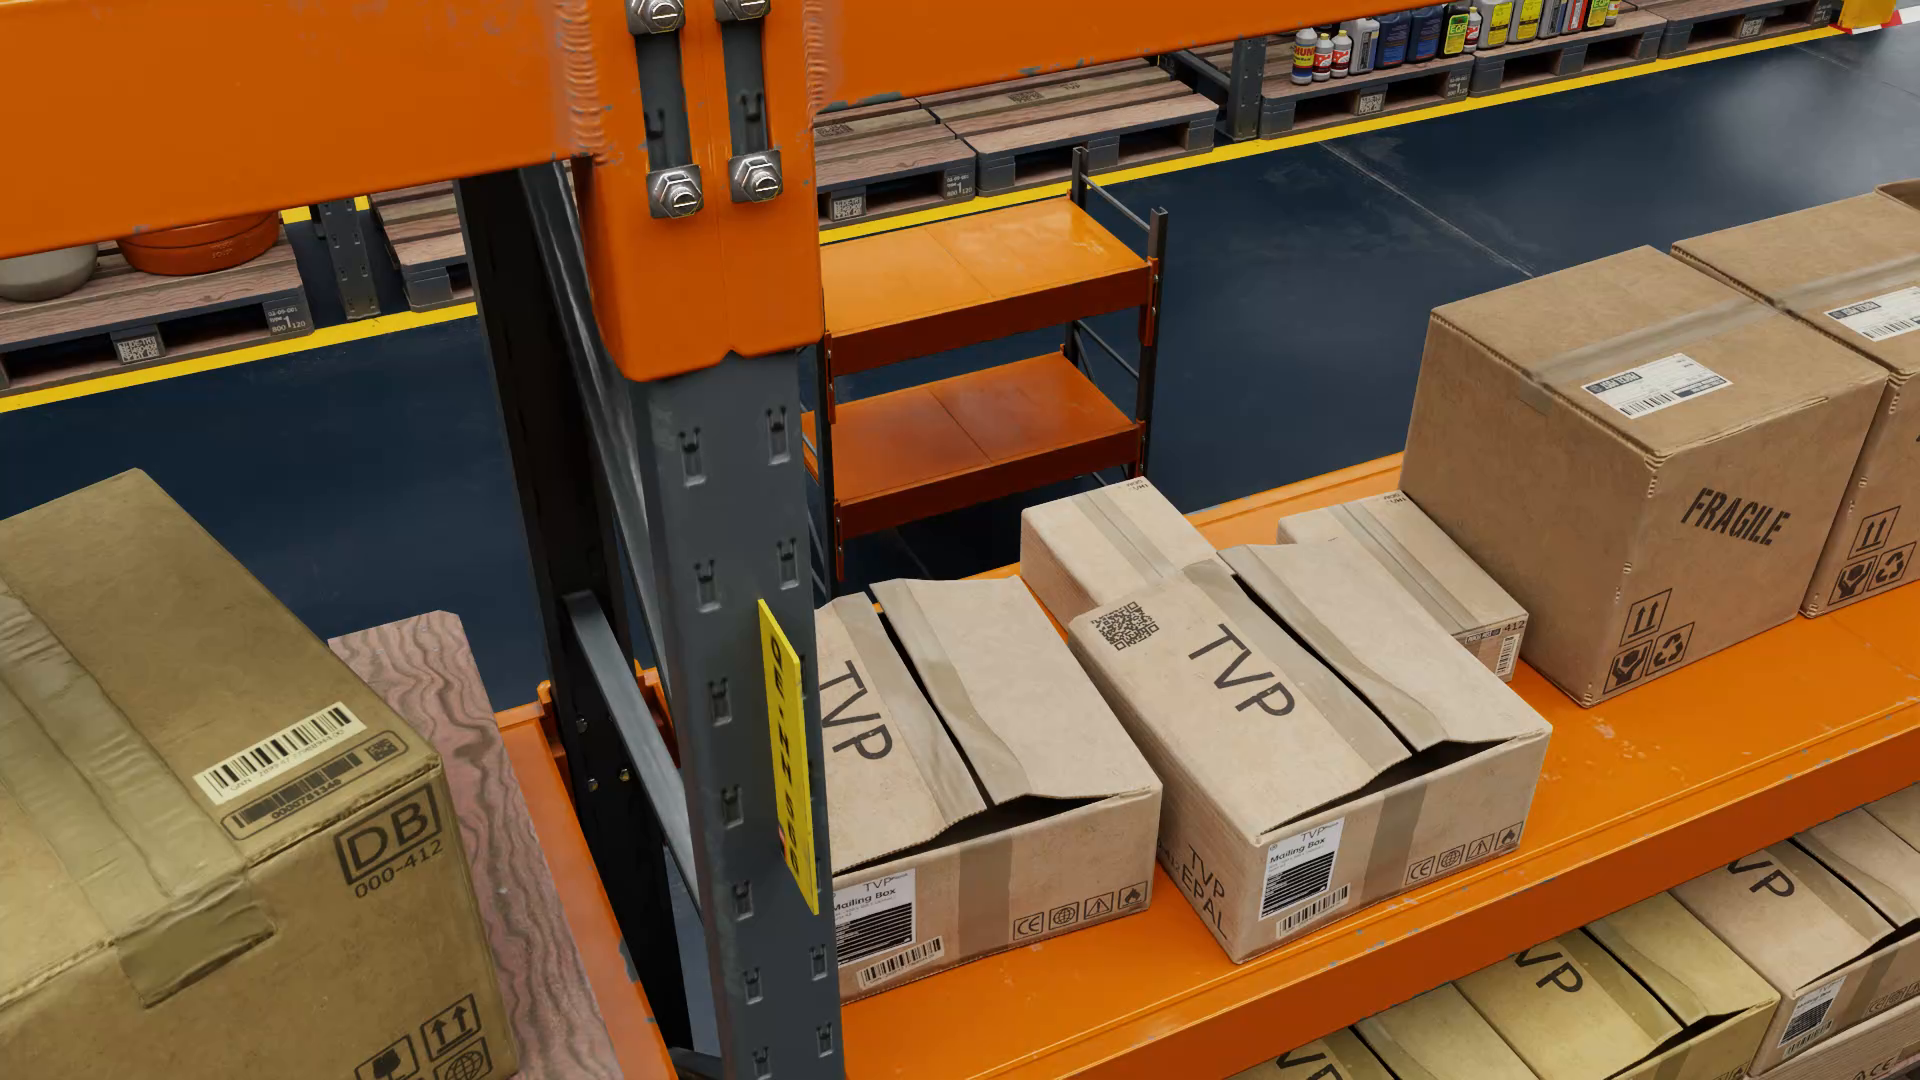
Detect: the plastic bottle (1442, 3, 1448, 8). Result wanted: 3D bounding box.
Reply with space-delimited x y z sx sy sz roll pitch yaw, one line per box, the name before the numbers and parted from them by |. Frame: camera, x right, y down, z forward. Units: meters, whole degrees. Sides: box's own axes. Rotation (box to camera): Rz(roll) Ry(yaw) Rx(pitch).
plastic bottle | 2.316 -2.501 8.026 0.097 0.271 0.097 0 37 0

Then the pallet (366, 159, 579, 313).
pallet | -1.782 -1.378 6.930 1.213 0.211 1.003 -16 39 -20

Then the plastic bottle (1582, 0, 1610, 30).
plastic bottle | 3.168 -2.692 8.273 0.133 0.283 0.061 -15 39 -19

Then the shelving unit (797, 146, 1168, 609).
shelving unit | -0.006 -0.450 4.913 1.048 1.125 0.538 -16 39 -20

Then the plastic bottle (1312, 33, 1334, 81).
plastic bottle | 1.688 -2.258 7.756 0.097 0.201 0.097 0 37 0

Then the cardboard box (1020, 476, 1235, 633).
cardboard box | 0.298 0.074 2.843 0.250 0.149 0.380 -16 39 -20

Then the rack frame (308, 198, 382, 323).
rack frame | -2.500 -2.322 5.863 0.127 3.000 1.000 -16 39 -20

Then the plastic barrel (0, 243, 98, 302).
plastic barrel | -3.409 -1.168 6.042 0.421 0.512 0.421 0 37 0

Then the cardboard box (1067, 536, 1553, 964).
cardboard box | 0.493 0.264 2.451 0.500 0.311 0.500 -16 39 -20

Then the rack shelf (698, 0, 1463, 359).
rack shelf | 1.412 -1.072 2.264 4.000 0.370 1.077 -16 39 -20

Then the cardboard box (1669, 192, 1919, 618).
cardboard box | 1.590 -0.257 2.995 0.500 0.500 0.500 -16 39 -20

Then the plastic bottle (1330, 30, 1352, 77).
plastic bottle | 1.780 -2.283 7.790 0.097 0.201 0.097 0 37 0

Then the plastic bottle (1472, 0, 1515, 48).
plastic bottle | 2.584 -2.584 8.070 0.185 0.351 0.144 -16 39 -20

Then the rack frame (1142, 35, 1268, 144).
rack frame | 1.121 -3.335 7.228 0.127 3.000 1.000 -16 39 -20

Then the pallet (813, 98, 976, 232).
pallet | -0.679 -1.684 7.343 1.213 0.211 1.003 -16 39 -20

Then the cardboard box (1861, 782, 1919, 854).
cardboard box | 2.056 0.565 3.455 0.500 0.311 0.500 -16 39 -20

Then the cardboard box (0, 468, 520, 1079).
cardboard box | -0.921 0.361 1.809 0.500 0.500 0.700 -30 46 -34

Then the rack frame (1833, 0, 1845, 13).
rack frame | 4.742 -4.347 8.593 0.127 3.000 1.000 -16 39 -20

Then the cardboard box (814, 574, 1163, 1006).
cardboard box | -0.051 0.317 2.379 0.500 0.311 0.500 -13 39 -17

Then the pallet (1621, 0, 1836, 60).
pallet | 3.955 -2.980 9.091 1.213 0.211 1.003 -16 39 -20

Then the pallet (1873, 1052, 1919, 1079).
pallet | 1.466 0.976 3.757 1.213 0.211 1.003 -16 39 -20

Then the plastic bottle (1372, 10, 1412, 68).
plastic bottle | 2.028 -2.428 7.860 0.185 0.351 0.144 -15 39 -19

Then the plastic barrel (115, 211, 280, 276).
plastic barrel | -2.936 -1.486 6.205 0.708 0.830 0.600 -16 39 -20

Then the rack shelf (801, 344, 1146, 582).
rack shelf | -0.006 -0.254 5.058 1.000 0.278 0.538 -16 39 -20

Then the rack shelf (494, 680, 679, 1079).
rack shelf | -2.209 1.145 1.792 4.000 0.370 1.077 -16 39 -20

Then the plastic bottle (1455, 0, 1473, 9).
plastic bottle | 2.498 -2.627 8.191 0.135 0.276 0.152 -16 39 -20

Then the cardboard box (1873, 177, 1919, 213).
cardboard box | 2.043 -0.384 3.166 0.500 0.500 0.500 -13 38 -17

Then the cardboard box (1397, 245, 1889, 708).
cardboard box | 1.113 -0.124 2.815 0.500 0.500 0.500 -18 40 -22

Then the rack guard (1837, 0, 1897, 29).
rack guard | 4.693 -3.299 9.278 0.348 0.500 1.175 -16 39 -20

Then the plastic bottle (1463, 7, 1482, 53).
plastic bottle | 2.465 -2.475 8.049 0.097 0.201 0.097 0 37 0

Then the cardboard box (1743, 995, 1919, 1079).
cardboard box | 1.587 0.919 3.448 0.500 0.250 0.500 -15 39 -19

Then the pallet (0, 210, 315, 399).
pallet | -3.196 -0.980 6.395 1.213 0.211 1.003 -16 39 -20

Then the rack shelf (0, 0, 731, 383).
rack shelf | -2.209 -0.060 0.899 4.000 0.370 1.077 -16 39 -20

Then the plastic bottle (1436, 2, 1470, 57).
plastic bottle | 2.366 -2.468 7.971 0.133 0.283 0.061 -14 39 -18

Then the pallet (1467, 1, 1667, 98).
pallet | 2.853 -2.674 8.677 1.213 0.211 1.003 -16 39 -20

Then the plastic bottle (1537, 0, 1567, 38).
plastic bottle | 2.900 -2.645 8.215 0.135 0.276 0.152 -17 40 -21

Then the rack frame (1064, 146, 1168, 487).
rack frame | 0.454 -0.579 5.086 0.032 1.125 0.500 -16 39 -20

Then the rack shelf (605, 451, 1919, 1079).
rack shelf | 1.412 0.133 3.157 4.000 0.370 1.077 -16 39 -20

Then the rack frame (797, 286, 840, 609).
rack frame | -0.466 -0.321 4.739 0.032 1.125 0.500 -16 39 -20

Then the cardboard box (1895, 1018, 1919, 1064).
cardboard box | 2.048 0.791 3.621 0.500 0.250 0.500 -15 39 -19

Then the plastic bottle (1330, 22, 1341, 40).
plastic bottle | 1.831 -2.419 7.904 0.133 0.283 0.061 -16 39 -20

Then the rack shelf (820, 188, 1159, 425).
rack shelf | -0.006 -0.685 4.738 1.000 0.278 0.538 -16 39 -20

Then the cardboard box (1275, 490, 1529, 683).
cardboard box | 0.732 0.098 2.811 0.250 0.149 0.380 -13 38 -17

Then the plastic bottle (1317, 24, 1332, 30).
plastic bottle | 1.841 -2.711 8.304 0.135 0.276 0.152 -16 39 -20

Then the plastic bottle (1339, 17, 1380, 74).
plastic bottle | 1.877 -2.358 7.829 0.135 0.276 0.152 -14 39 -18

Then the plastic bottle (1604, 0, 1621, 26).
plastic bottle | 3.266 -2.699 8.350 0.097 0.201 0.097 0 37 0

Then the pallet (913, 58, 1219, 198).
pallet | 0.426 -1.995 7.763 1.213 0.211 1.003 -16 39 -20

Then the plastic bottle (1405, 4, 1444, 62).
plastic bottle | 2.199 -2.476 7.925 0.185 0.351 0.144 -17 40 -22

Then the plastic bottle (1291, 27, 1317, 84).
plastic bottle | 1.596 -2.260 7.700 0.097 0.271 0.097 0 37 0

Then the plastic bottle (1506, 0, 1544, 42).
plastic bottle | 2.752 -2.631 8.133 0.185 0.351 0.144 -14 39 -18

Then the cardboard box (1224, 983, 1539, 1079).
cardboard box | 0.672 0.949 2.938 0.500 0.311 0.500 -17 40 -21

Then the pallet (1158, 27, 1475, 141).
pallet | 1.747 -2.362 8.258 1.213 0.211 1.003 -16 39 -20

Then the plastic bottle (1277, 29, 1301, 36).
plastic bottle | 1.643 -2.688 8.211 0.185 0.351 0.144 -16 39 -20

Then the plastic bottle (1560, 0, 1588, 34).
plastic bottle | 3.026 -2.680 8.262 0.135 0.276 0.152 -15 39 -20

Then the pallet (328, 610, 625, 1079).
pallet | -0.983 0.636 2.035 1.003 0.211 1.213 -16 39 -20

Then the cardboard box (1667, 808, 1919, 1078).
cardboard box | 1.600 0.690 3.286 0.500 0.311 0.500 -16 39 -21

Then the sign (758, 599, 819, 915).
sign | -0.160 0.207 1.548 0.005 0.325 0.100 -16 39 -20

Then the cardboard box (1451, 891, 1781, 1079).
cardboard box | 1.135 0.821 3.110 0.500 0.311 0.500 -17 40 -21
